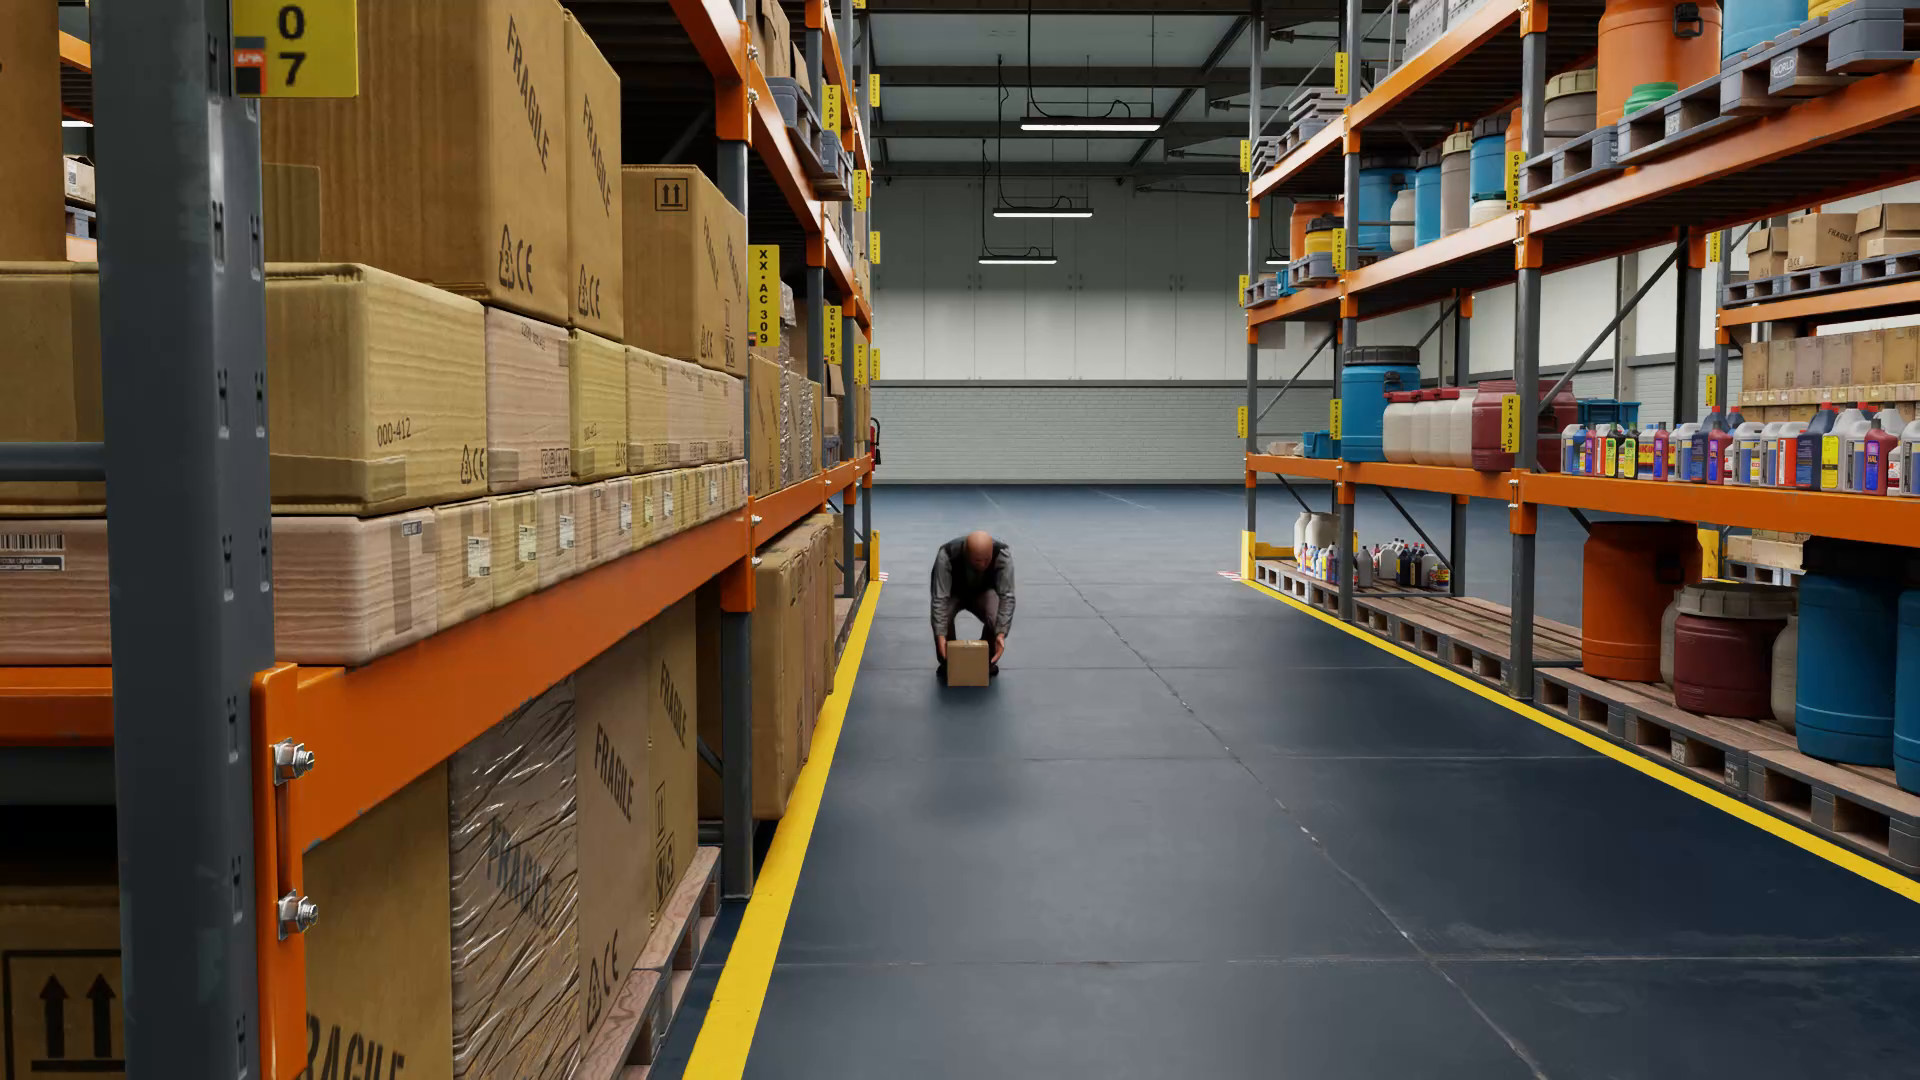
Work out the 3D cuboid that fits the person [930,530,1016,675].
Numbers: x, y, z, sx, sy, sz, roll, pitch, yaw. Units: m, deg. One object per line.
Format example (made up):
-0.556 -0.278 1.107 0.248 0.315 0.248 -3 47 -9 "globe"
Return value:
0.075 0.387 10.503 0.533 0.942 0.865 0 4 -2 "person"
